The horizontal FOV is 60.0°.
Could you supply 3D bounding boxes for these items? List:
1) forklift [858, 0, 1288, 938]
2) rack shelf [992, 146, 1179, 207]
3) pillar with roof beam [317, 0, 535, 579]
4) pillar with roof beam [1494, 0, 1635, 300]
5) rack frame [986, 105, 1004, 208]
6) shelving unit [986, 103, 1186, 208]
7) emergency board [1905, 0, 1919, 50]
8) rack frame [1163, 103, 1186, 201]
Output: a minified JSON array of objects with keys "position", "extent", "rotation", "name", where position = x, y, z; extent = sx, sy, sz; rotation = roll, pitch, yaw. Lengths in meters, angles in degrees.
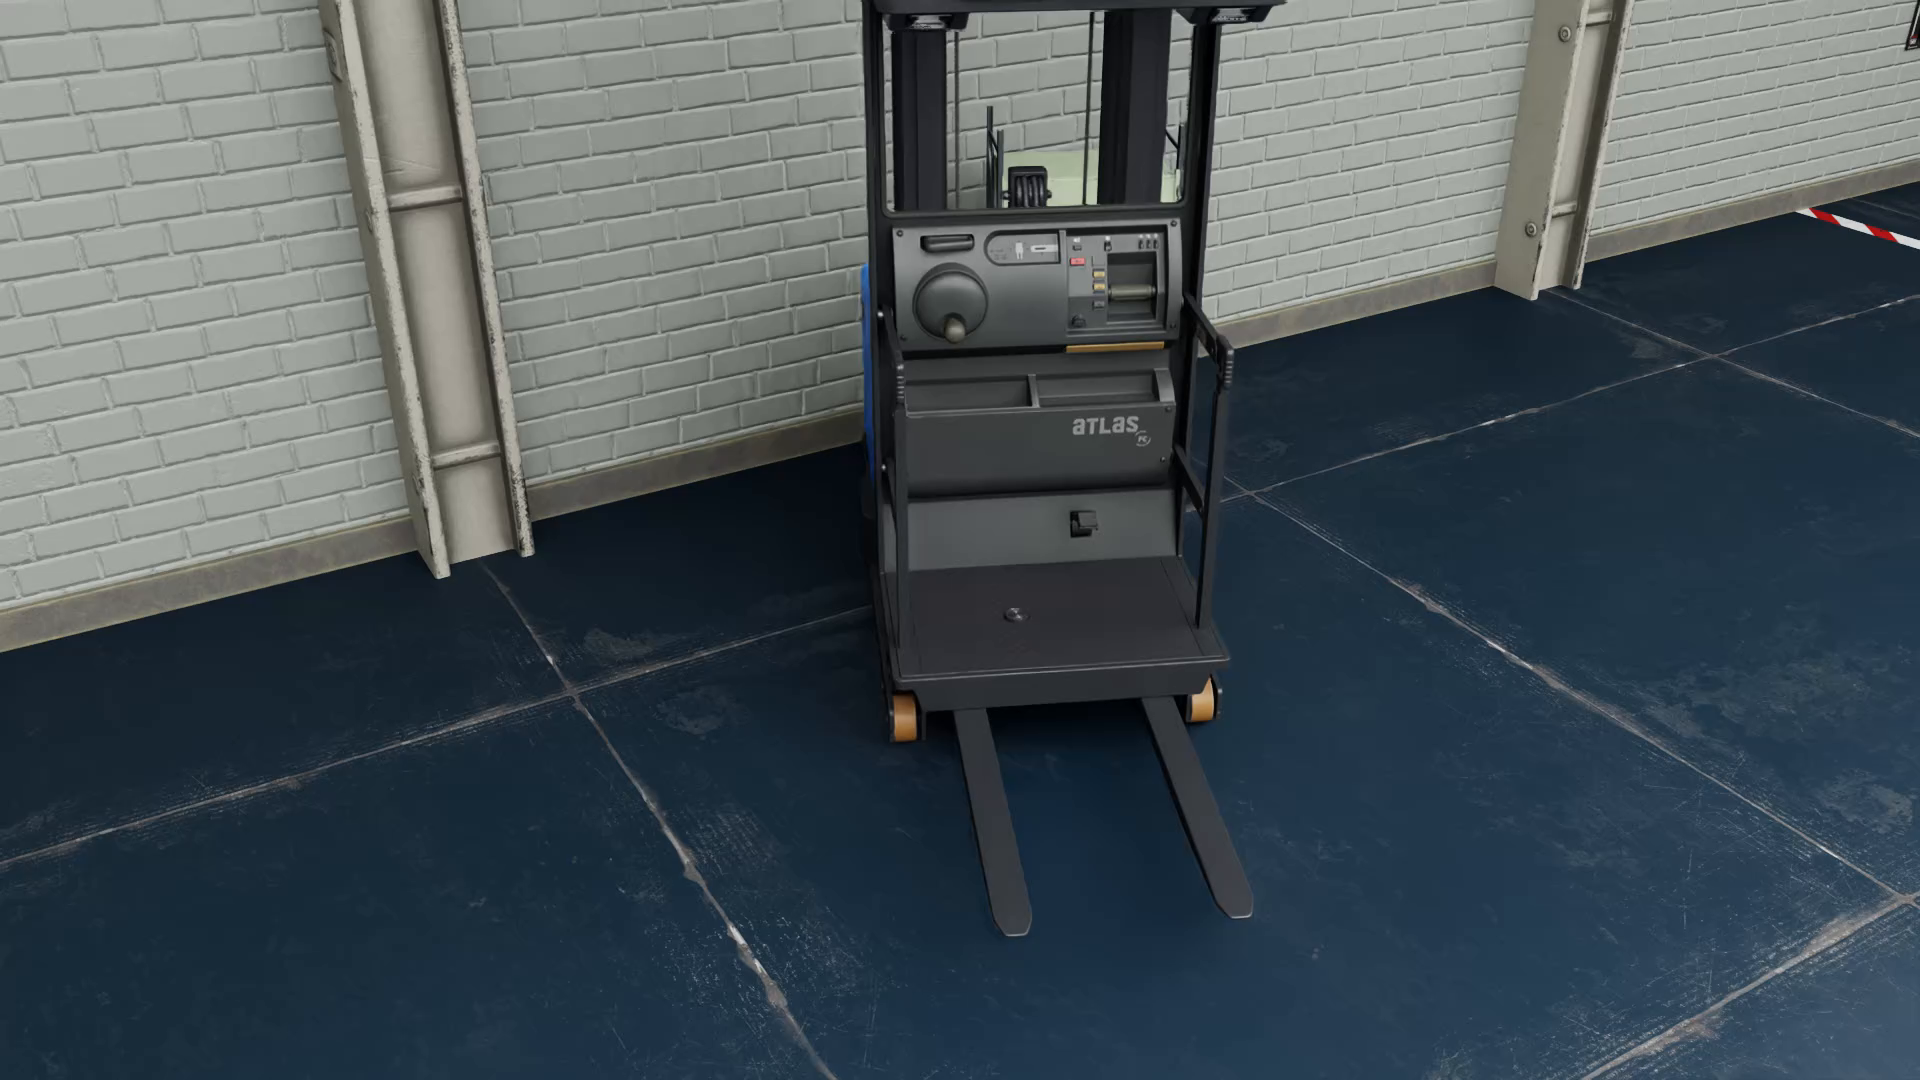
[{"position":[0.277,-0.786,5.141],"extent":[1.130,2.935,3.031],"rotation":[-3,29,-6],"name":"forklift"},{"position":[0.507,-1.417,6.958],"extent":[0.720,0.370,0.431],"rotation":[-3,29,-5],"name":"rack shelf"},{"position":[0.236,-2.106,1.253],"extent":[0.400,9.000,9.100],"rotation":[-16,33,-26],"name":"pillar with roof beam"},{"position":[5.409,-3.575,3.915],"extent":[0.400,9.000,9.100],"rotation":[-16,33,-26],"name":"pillar with roof beam"},{"position":[0.143,-1.058,7.114],"extent":[0.023,1.500,0.400],"rotation":[-3,29,-5],"name":"rack frame"},{"position":[0.507,-1.075,7.146],"extent":[0.755,1.500,0.431],"rotation":[-3,29,-5],"name":"shelving unit"},{"position":[6.234,-3.627,10.218],"extent":[0.626,1.169,0.157],"rotation":[-16,33,-26],"name":"emergency board"},{"position":[0.871,-1.093,7.178],"extent":[0.023,1.500,0.400],"rotation":[-3,29,-5],"name":"rack frame"}]
